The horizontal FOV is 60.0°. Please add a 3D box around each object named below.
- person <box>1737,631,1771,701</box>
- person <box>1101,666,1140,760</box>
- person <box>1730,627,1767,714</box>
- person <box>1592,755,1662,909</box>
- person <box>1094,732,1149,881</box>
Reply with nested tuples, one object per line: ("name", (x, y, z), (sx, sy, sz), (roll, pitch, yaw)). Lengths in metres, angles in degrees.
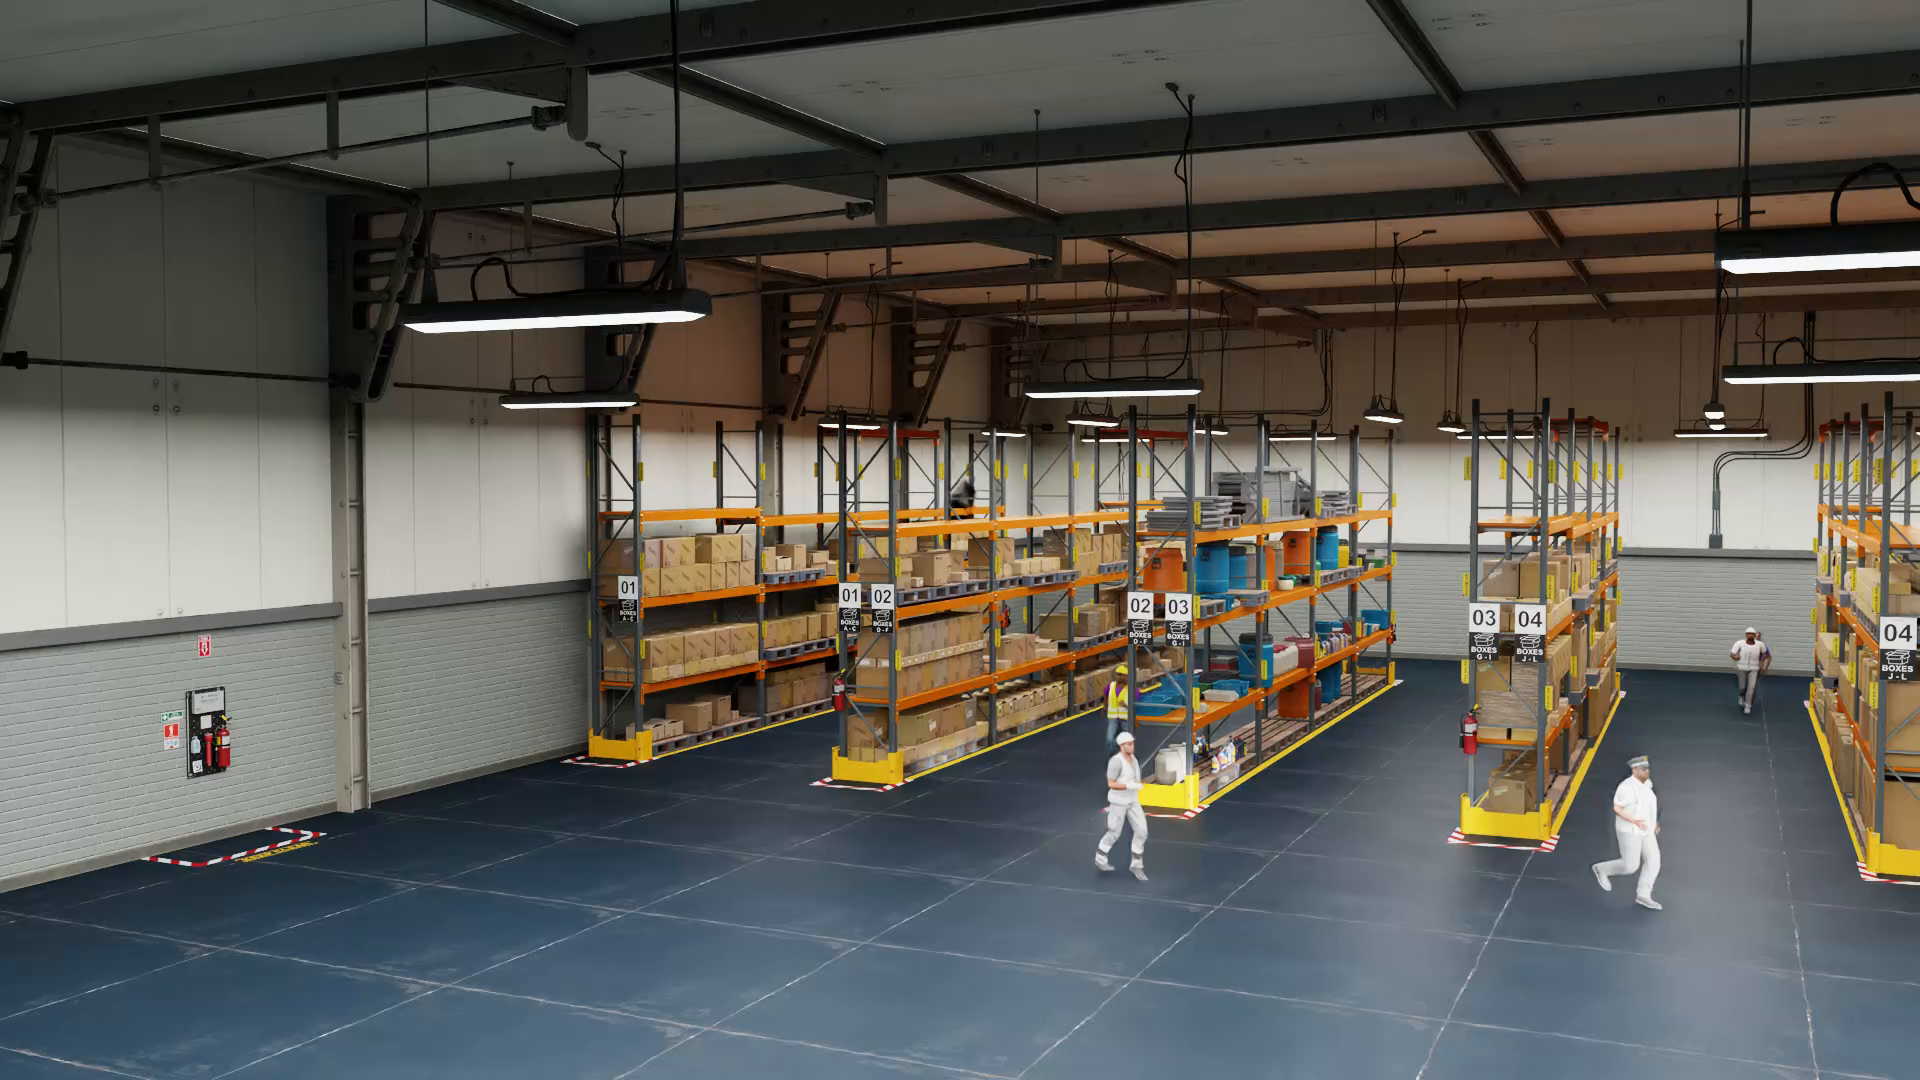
("person", (16.878, 2.750, 35.473), (0.533, 1.606, 0.633), (-2, 3, -38))
("person", (2.648, 2.993, 27.503), (0.669, 1.820, 0.751), (1, 2, 17))
("person", (16.395, 2.695, 34.563), (0.705, 1.766, 0.981), (1, 3, 22))
("person", (7.776, 3.340, 19.266), (0.653, 1.750, 0.829), (-1, 3, -31))
("person", (2.011, 3.274, 20.454), (0.600, 1.846, 0.828), (-2, 3, -42))
